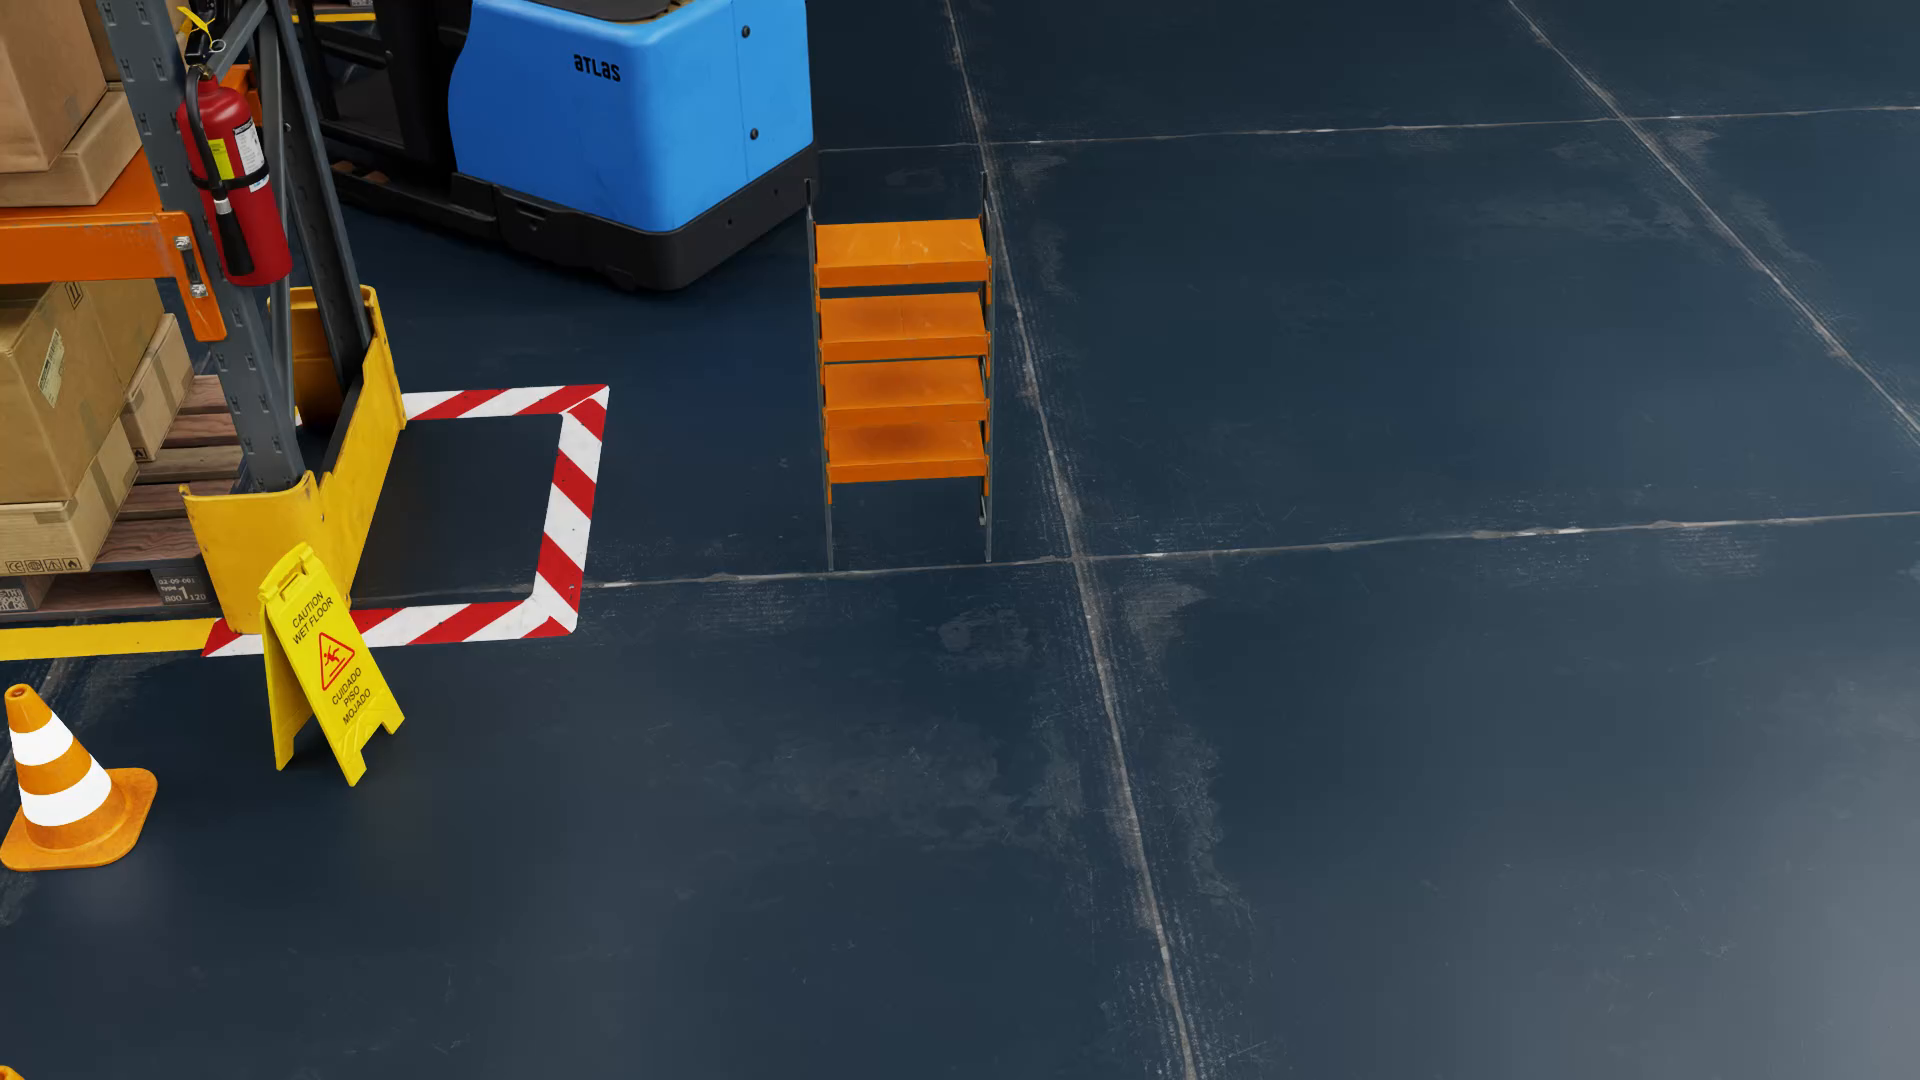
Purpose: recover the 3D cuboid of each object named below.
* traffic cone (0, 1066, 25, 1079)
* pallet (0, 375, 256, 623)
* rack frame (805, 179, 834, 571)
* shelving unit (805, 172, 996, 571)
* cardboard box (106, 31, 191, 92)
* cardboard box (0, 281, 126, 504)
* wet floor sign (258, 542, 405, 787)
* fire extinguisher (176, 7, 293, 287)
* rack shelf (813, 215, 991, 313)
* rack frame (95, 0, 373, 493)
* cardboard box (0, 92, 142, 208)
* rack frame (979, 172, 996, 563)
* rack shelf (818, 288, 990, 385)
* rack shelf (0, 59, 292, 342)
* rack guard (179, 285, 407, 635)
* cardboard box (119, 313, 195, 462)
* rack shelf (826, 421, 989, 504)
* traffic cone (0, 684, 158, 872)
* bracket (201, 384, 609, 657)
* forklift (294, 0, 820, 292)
[{"bbox_3d":[-1.849,1.213,3.339,0.334,0.463,0.336,-3,38,-4],"label":"traffic cone"},{"bbox_3d":[-2.860,-0.147,5.266,1.213,0.211,1.003,-3,38,-4],"label":"pallet"},{"bbox_3d":[-0.408,-0.449,4.850,0.015,1.200,0.240,-3,38,-4],"label":"rack frame"},{"bbox_3d":[-0.165,-0.462,4.867,0.503,1.200,0.258,-3,38,-4],"label":"shelving unit"},{"bbox_3d":[-2.329,-1.279,4.652,0.250,0.149,0.380,-3,38,-4],"label":"cardboard box"},{"bbox_3d":[-2.747,-0.444,4.666,0.500,0.500,0.500,-3,38,-4],"label":"cardboard box"},{"bbox_3d":[-1.688,0.305,4.342,0.232,0.644,0.267,9,39,12],"label":"wet floor sign"},{"bbox_3d":[-1.818,-0.960,4.108,0.183,0.674,0.296,-3,38,-4],"label":"fire extinguisher"},{"bbox_3d":[-0.165,-0.770,4.623,0.480,0.148,0.258,-3,38,-4],"label":"rack shelf"},{"bbox_3d":[-1.972,-1.269,4.436,0.127,3.000,1.000,-3,38,-4],"label":"rack frame"},{"bbox_3d":[-2.326,-1.018,4.321,0.250,0.149,0.380,-2,38,-2],"label":"cardboard box"},{"bbox_3d":[0.078,-0.475,4.884,0.015,1.200,0.240,-3,38,-4],"label":"rack frame"},{"bbox_3d":[-0.165,-0.585,4.770,0.480,0.148,0.258,-3,38,-4],"label":"rack shelf"},{"bbox_3d":[-3.964,-0.877,4.520,4.000,0.370,1.077,-3,38,-4],"label":"rack shelf"},{"bbox_3d":[-2.048,-0.283,5.205,0.348,0.500,1.175,-3,38,-4],"label":"rack guard"},{"bbox_3d":[-2.800,-0.481,5.318,0.500,0.250,0.500,-3,38,-4],"label":"cardboard box"},{"bbox_3d":[-0.165,-0.253,5.032,0.480,0.148,0.258,-3,38,-4],"label":"rack shelf"},{"bbox_3d":[-2.286,0.547,4.184,0.334,0.463,0.336,-3,38,-4],"label":"traffic cone"},{"bbox_3d":[-1.724,-0.110,5.390,1.079,0.001,1.378,-3,38,-4],"label":"bracket"},{"bbox_3d":[-2.113,-2.784,6.413,3.031,2.935,1.130,21,43,24],"label":"forklift"}]
